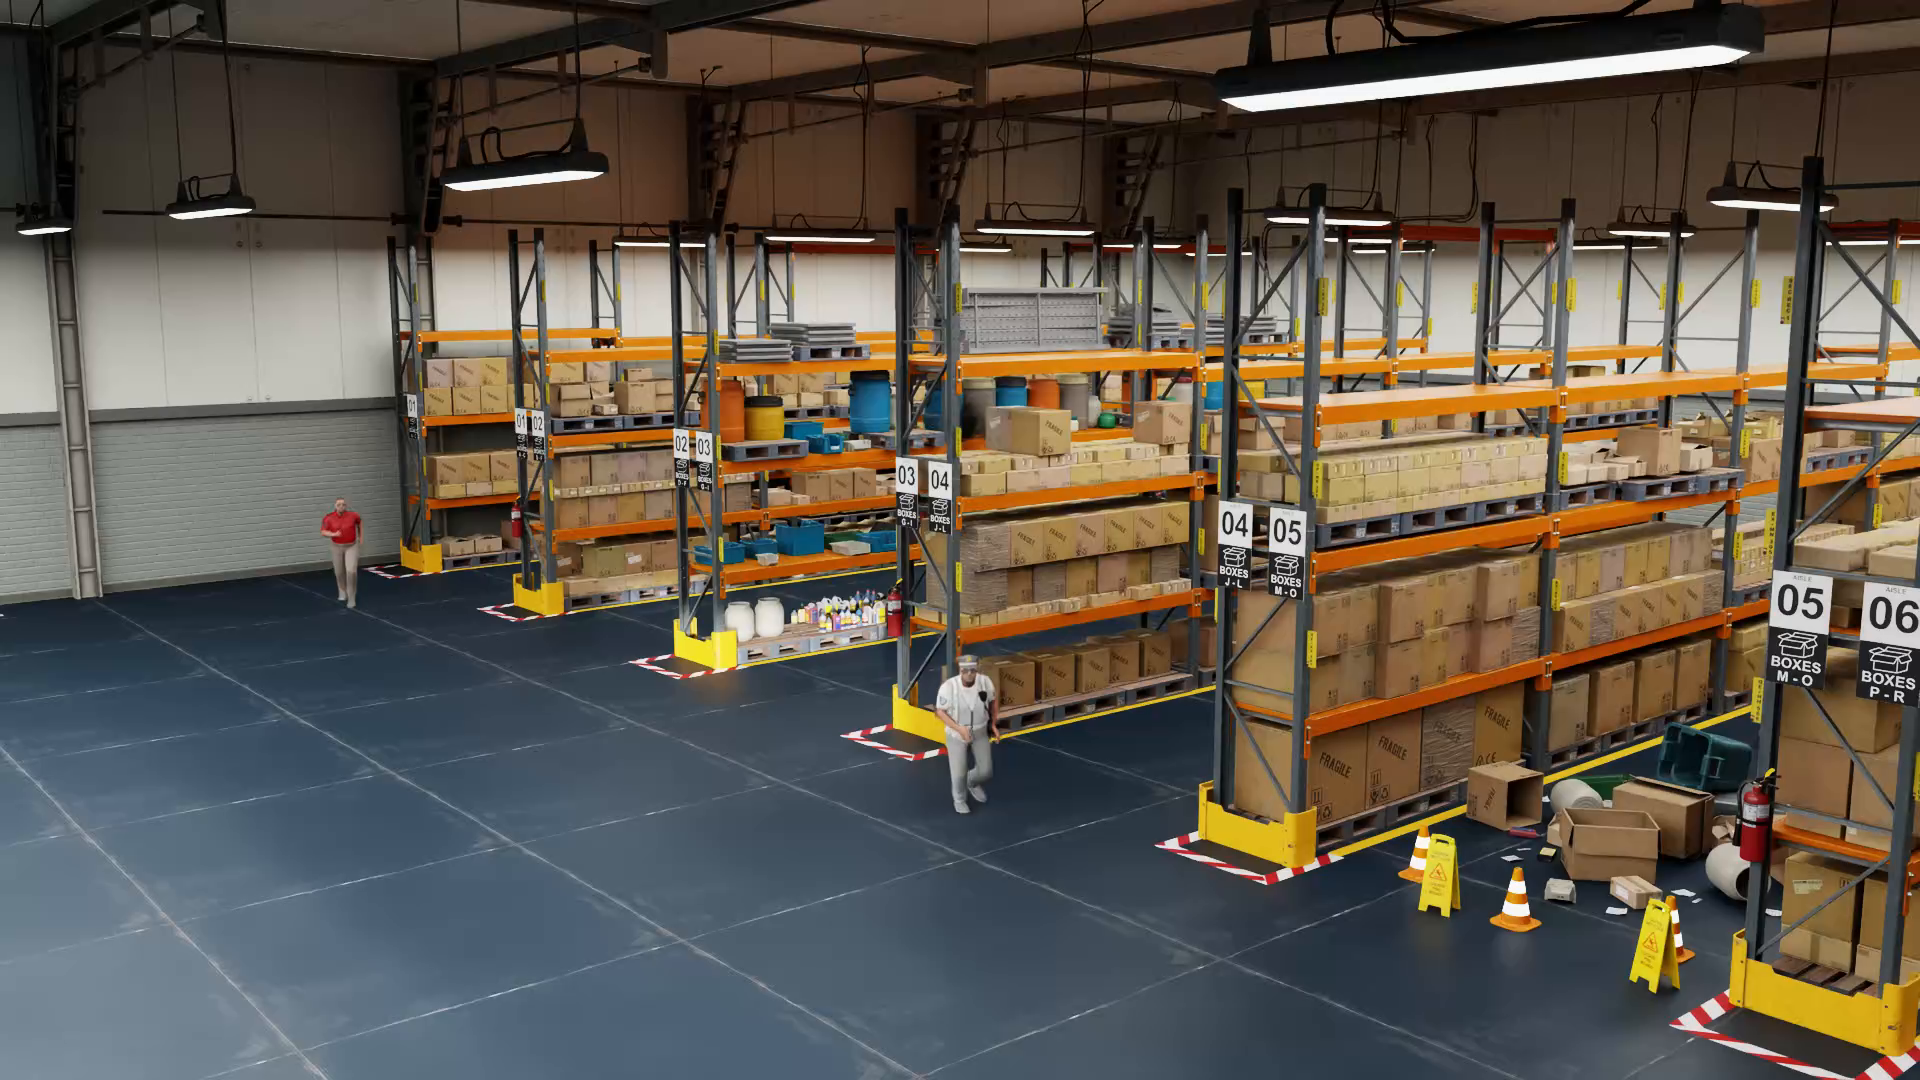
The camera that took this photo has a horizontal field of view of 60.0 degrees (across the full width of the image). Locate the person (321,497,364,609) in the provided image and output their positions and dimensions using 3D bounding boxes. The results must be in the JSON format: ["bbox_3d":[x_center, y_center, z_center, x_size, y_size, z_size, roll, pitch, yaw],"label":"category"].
[{"bbox_3d":[-9.961,0.195,26.859,0.618,1.792,0.891,-3,9,-17],"label":"person"}]

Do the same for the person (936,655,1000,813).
[{"bbox_3d":[0.066,1.877,16.219,0.645,1.643,0.782,-2,9,-13],"label":"person"}]
